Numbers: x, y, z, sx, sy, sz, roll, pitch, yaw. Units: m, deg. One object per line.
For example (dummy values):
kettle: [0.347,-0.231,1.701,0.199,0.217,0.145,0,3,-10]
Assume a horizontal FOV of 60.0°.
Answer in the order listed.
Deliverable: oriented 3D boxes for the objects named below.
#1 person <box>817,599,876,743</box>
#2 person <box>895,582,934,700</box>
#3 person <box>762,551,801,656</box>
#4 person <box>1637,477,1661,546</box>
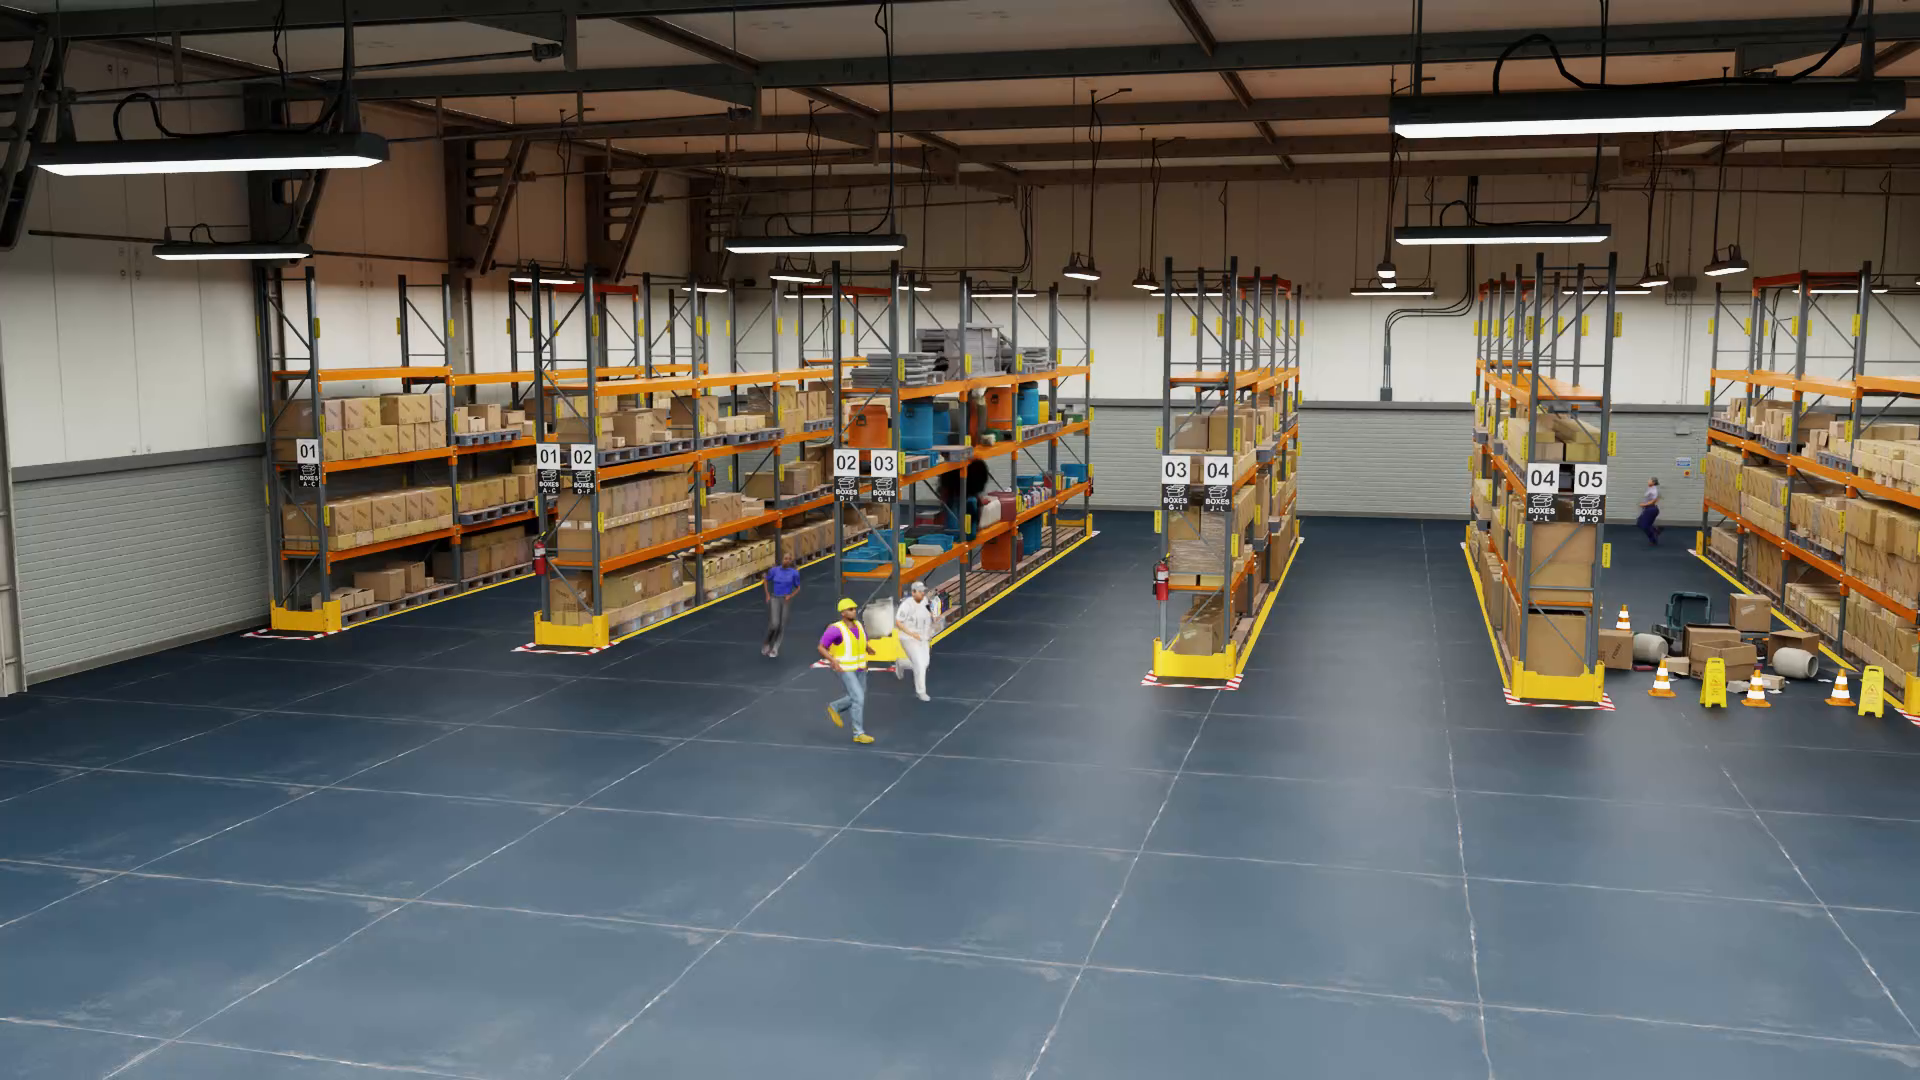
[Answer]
person: [-1.361,1.578,20.291,0.856,1.738,0.714,6,9,39]
person: [-0.664,1.359,22.687,0.707,1.641,0.629,7,10,44]
person: [-2.733,0.982,25.452,0.608,1.616,0.551,-1,7,-11]
person: [15.960,-0.666,38.499,0.547,1.604,0.612,2,8,18]
